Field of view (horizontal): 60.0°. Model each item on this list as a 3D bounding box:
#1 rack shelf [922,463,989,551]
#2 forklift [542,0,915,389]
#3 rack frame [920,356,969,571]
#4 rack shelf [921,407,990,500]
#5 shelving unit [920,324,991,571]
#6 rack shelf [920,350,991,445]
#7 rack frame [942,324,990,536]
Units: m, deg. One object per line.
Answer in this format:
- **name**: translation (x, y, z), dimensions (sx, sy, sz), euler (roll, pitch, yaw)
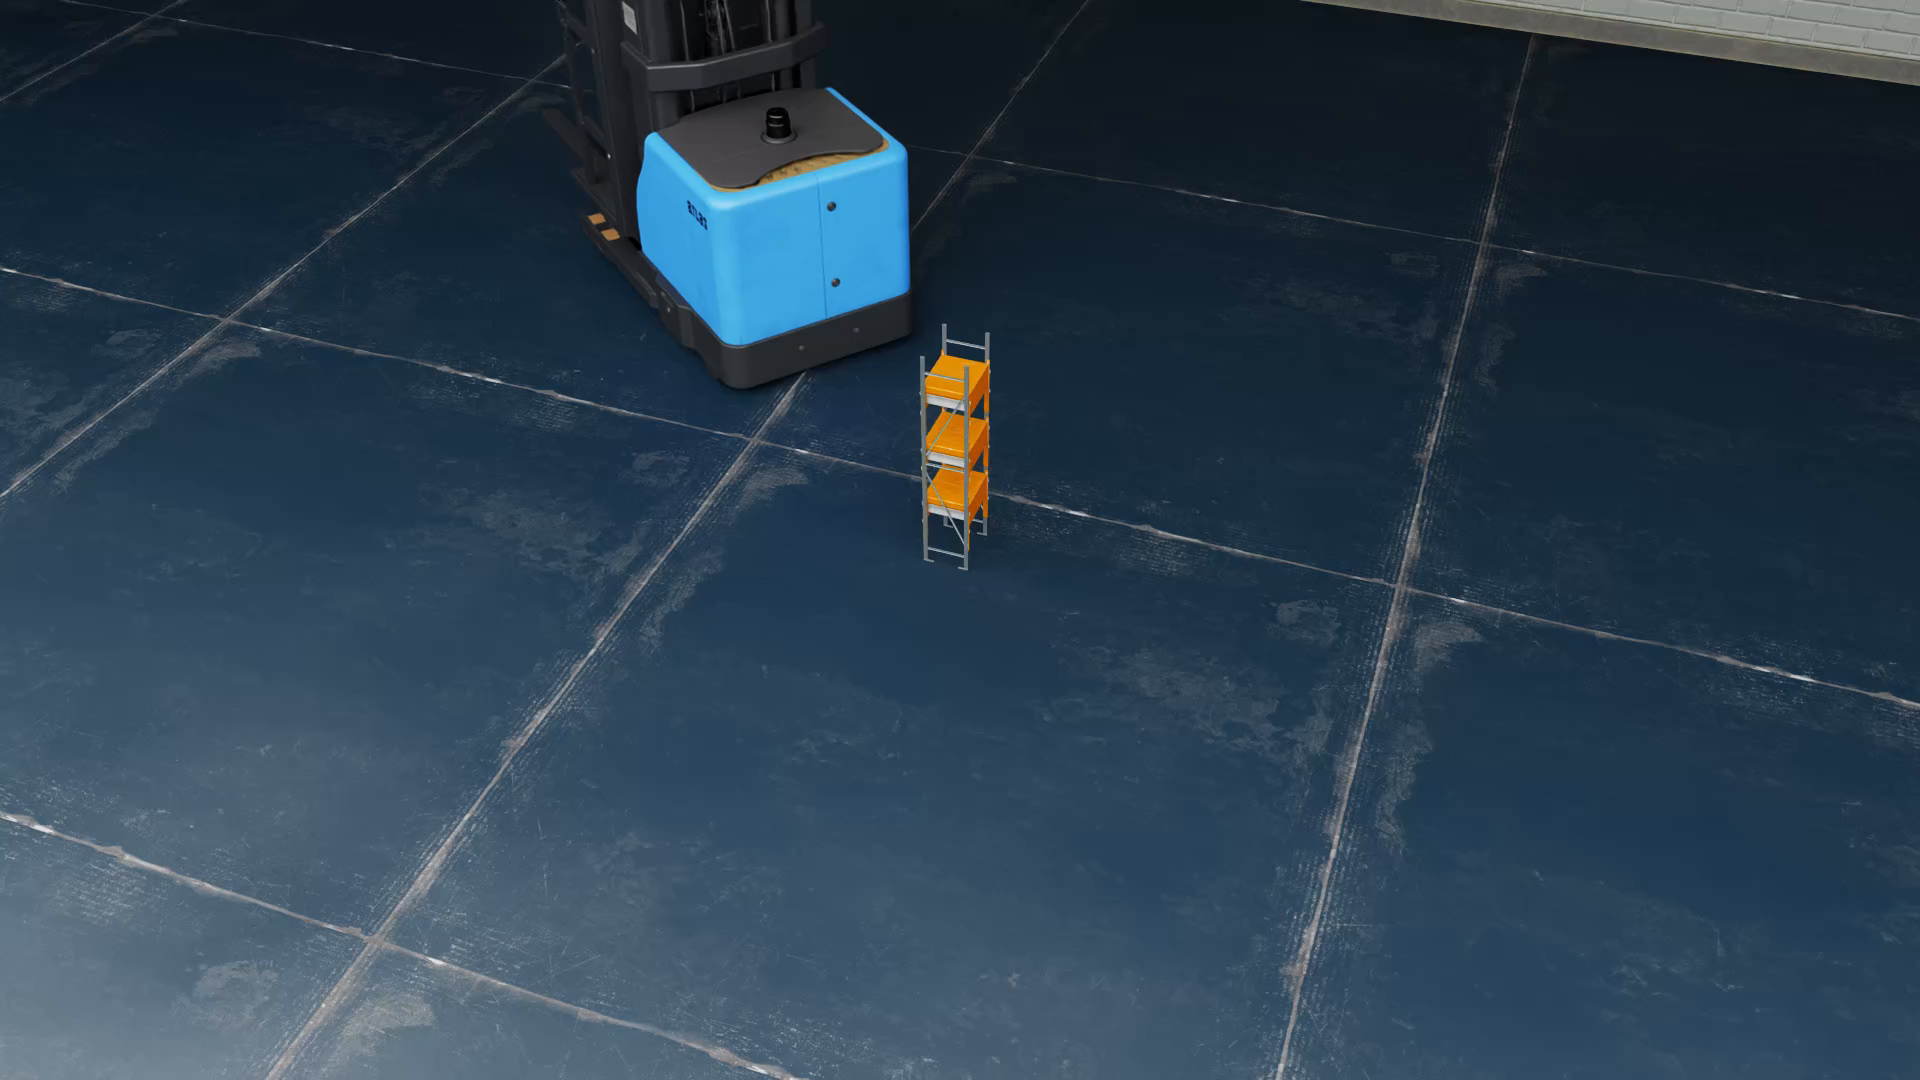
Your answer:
- **rack shelf**: translation (-0.018, -0.147, 7.058), dimensions (0.215, 0.259, 0.240), euler (13, 42, 15)
- **forklift**: translation (-1.422, -2.778, 8.248), dimensions (1.130, 2.935, 3.031), euler (-21, 45, -23)
- **rack frame**: translation (-0.060, -0.292, 6.784), dimensions (0.200, 1.050, 0.008), euler (13, 42, 15)
- **rack shelf**: translation (-0.018, -0.359, 6.878), dimensions (0.215, 0.259, 0.240), euler (13, 42, 15)
- **shelving unit**: translation (-0.018, -0.367, 6.871), dimensions (0.215, 1.050, 0.252), euler (13, 42, 15)
- **rack shelf**: translation (-0.018, -0.575, 6.694), dimensions (0.215, 0.259, 0.240), euler (13, 42, 15)
- **rack frame**: translation (0.023, -0.441, 6.958), dimensions (0.200, 1.050, 0.008), euler (13, 42, 15)
